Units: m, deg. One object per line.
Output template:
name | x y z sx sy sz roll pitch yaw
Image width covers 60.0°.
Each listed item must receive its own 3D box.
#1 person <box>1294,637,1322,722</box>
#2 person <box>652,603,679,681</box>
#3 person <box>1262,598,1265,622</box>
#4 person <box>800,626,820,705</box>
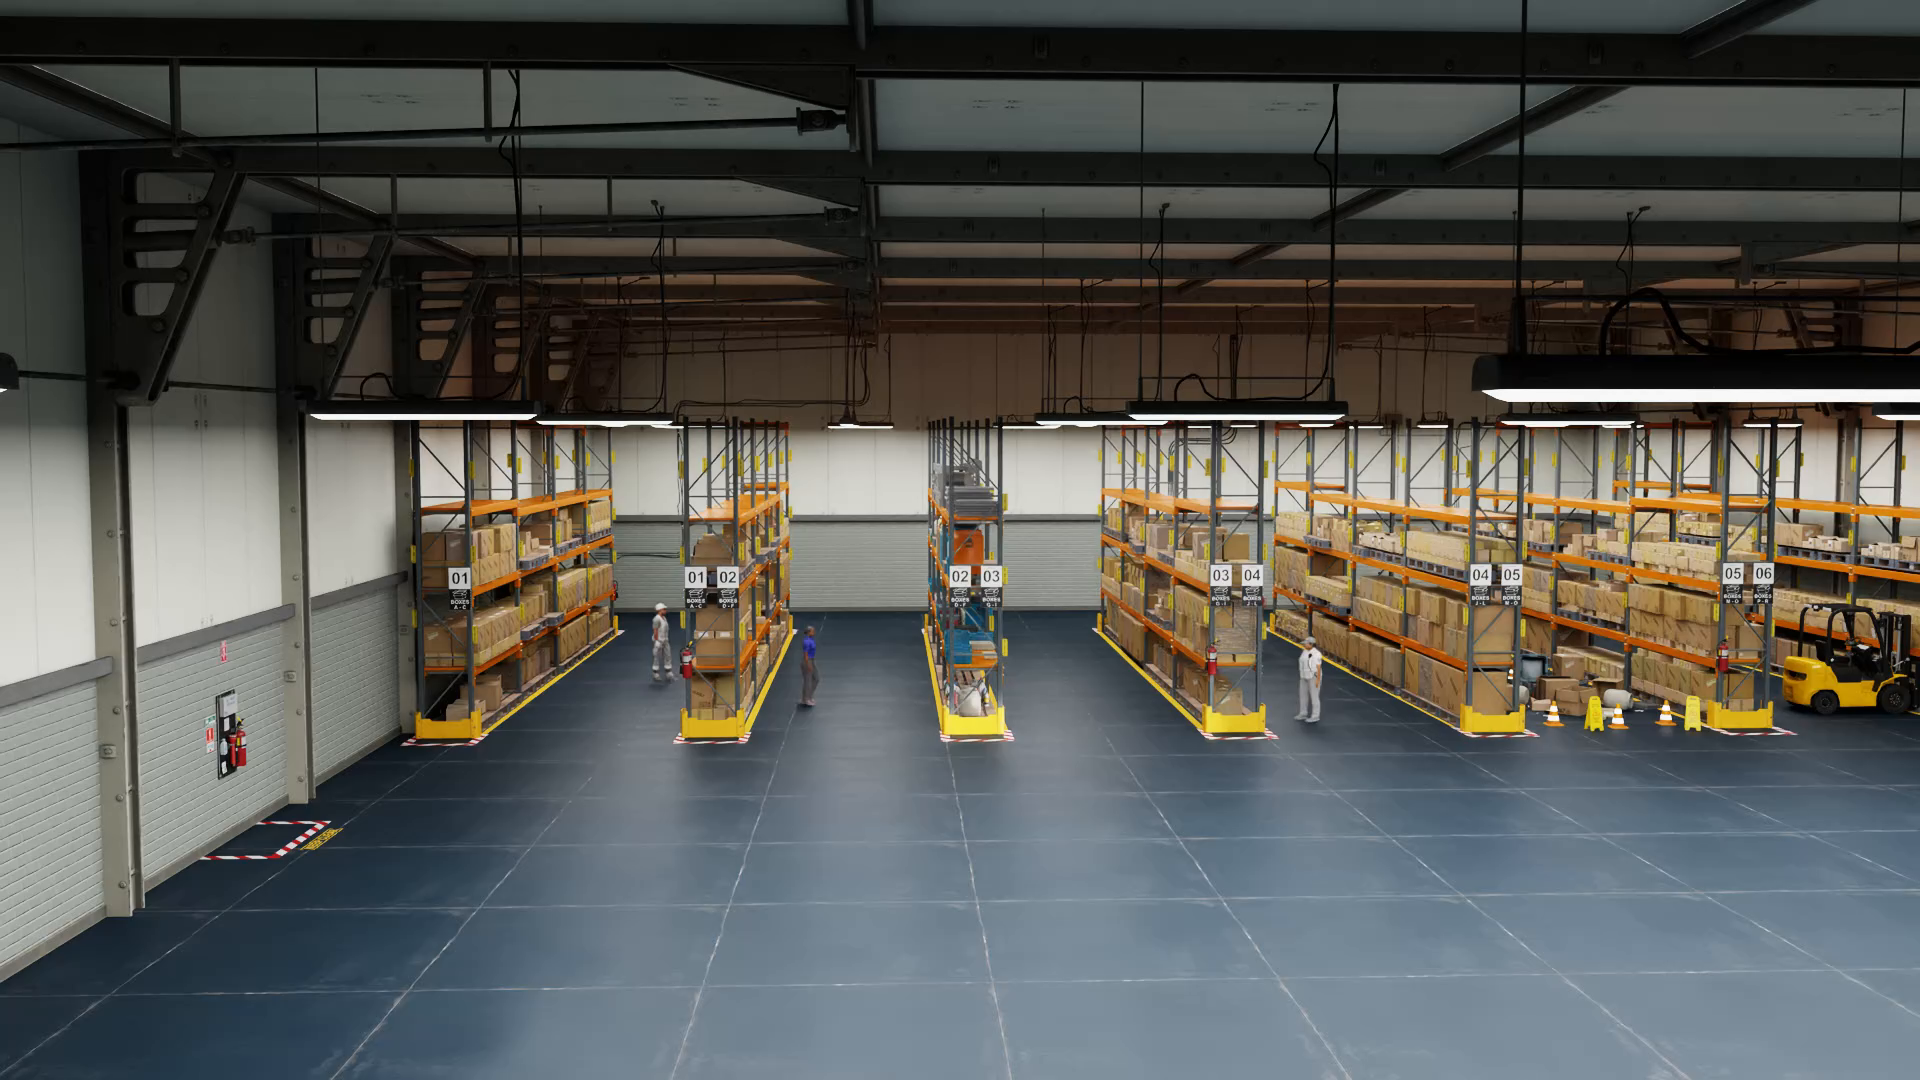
person | 6.894 2.737 32.858 0.434 1.665 0.535 -3 4 -34
person | -6.870 2.352 38.184 0.426 1.799 0.622 2 4 27
person | 7.601 2.072 42.856 0.476 1.727 0.605 1 4 10
person | -3.167 2.658 34.891 0.354 1.693 0.545 1 4 9
